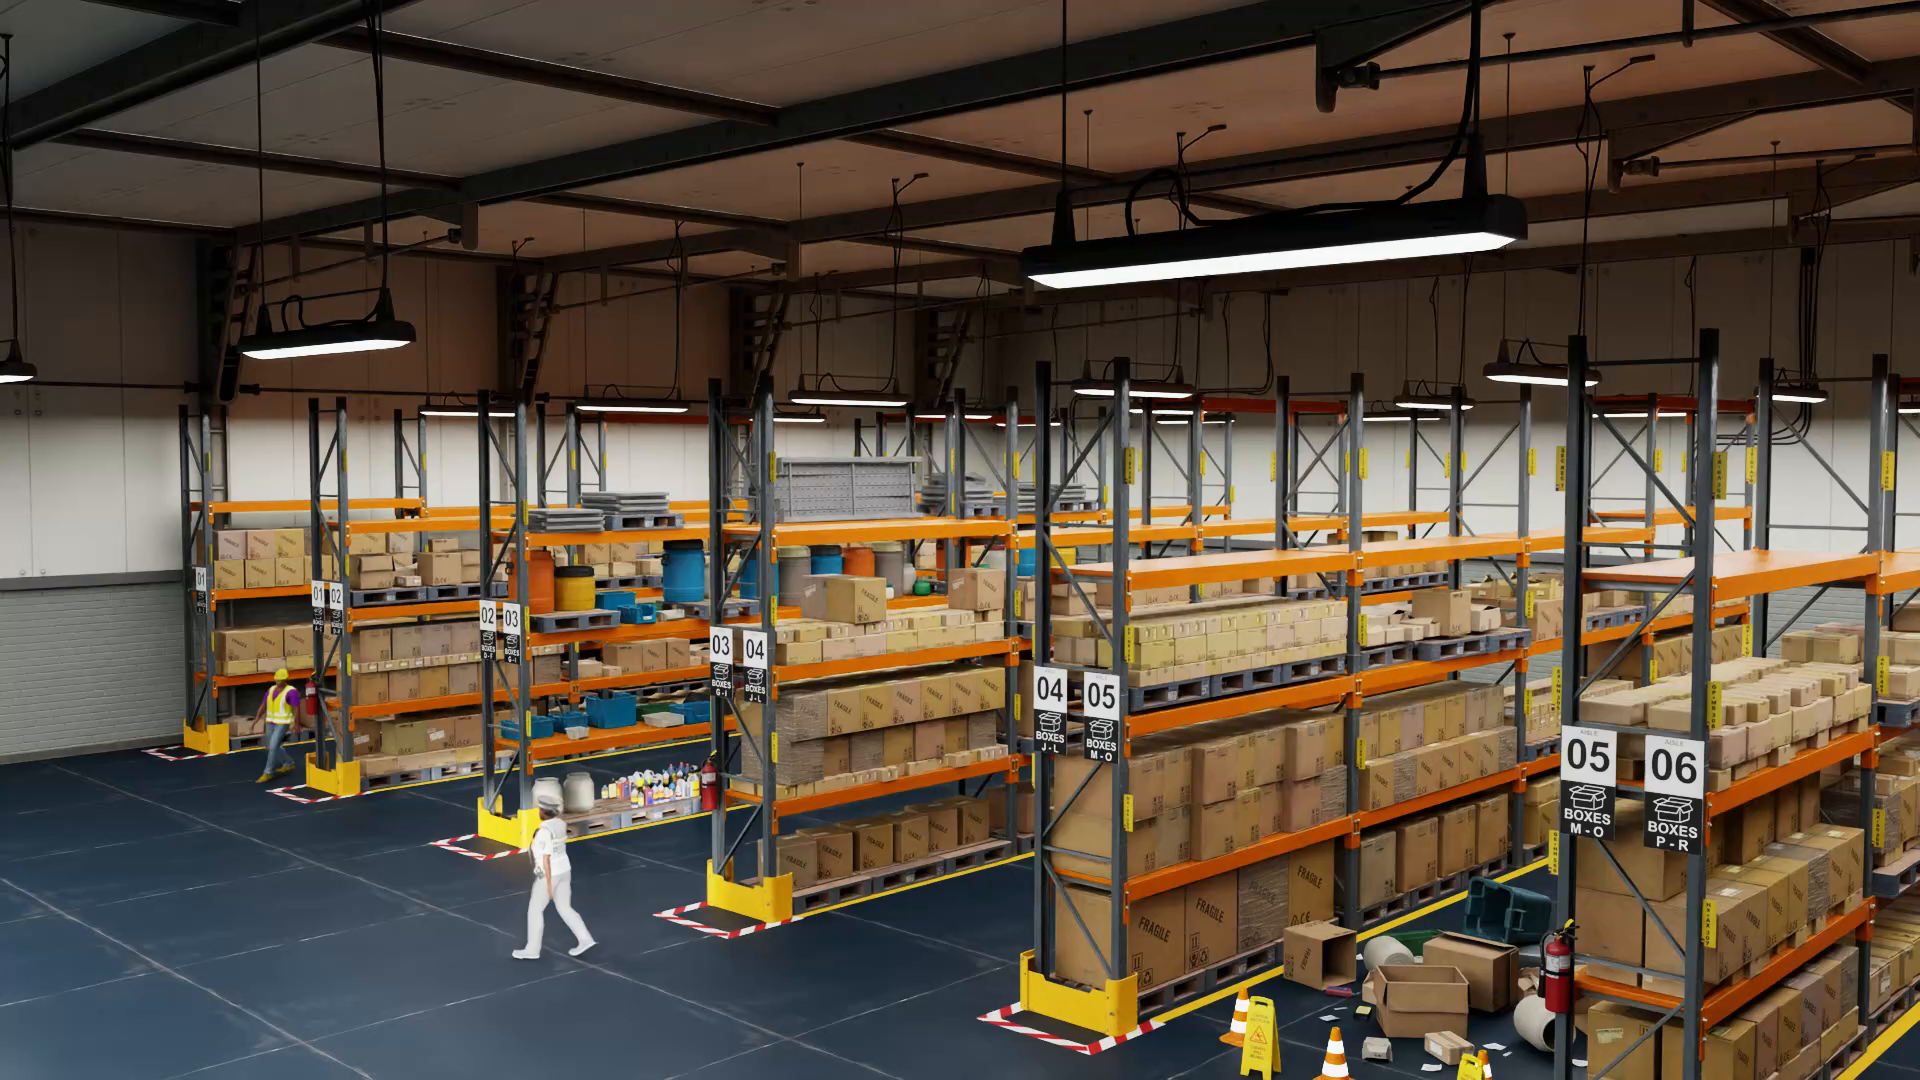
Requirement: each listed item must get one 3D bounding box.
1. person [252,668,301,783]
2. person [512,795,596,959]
[{"bbox_3d":[-10.827,2.915,26.371,0.656,1.756,0.800,1,3,18],"label":"person"},{"bbox_3d":[-4.152,3.433,16.970,0.790,1.649,0.427,1,3,19],"label":"person"}]
